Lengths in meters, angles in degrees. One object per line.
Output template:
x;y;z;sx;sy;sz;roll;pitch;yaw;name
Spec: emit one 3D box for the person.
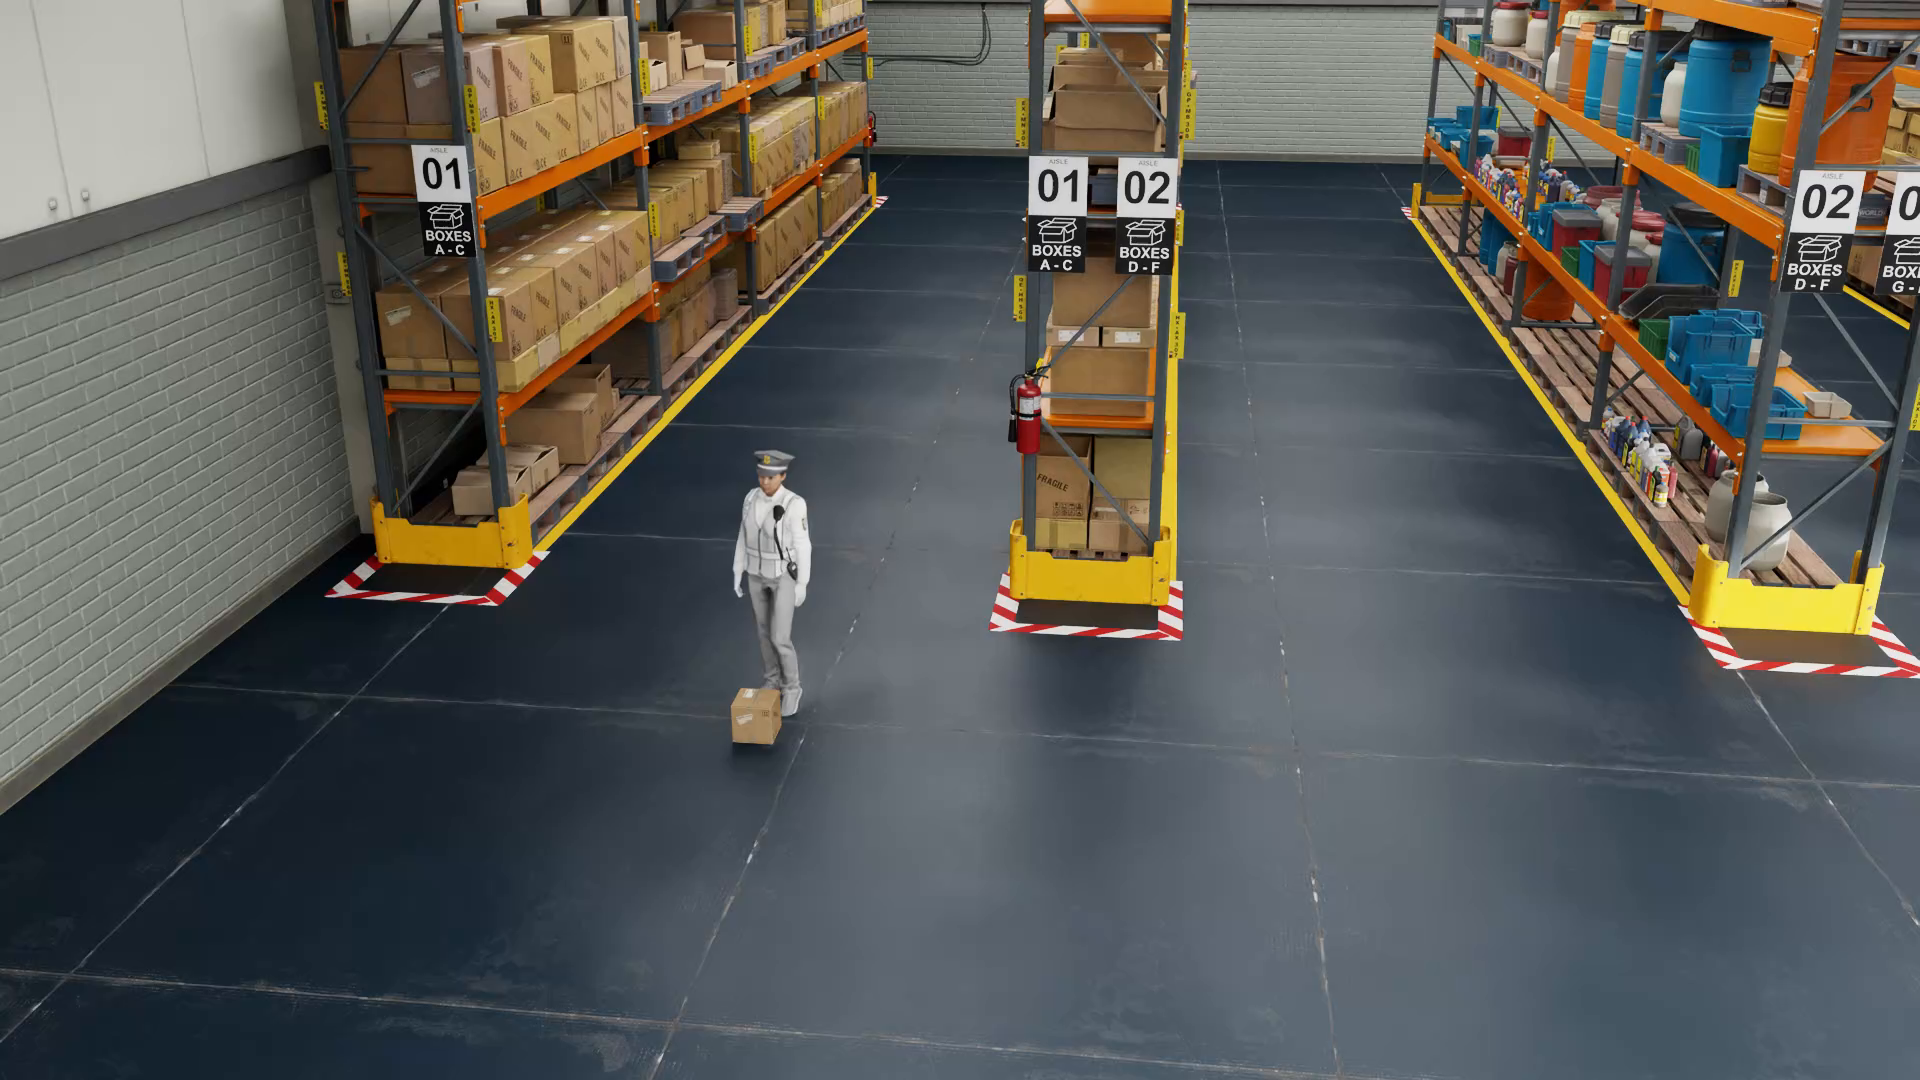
-1.197;0.262;10.437;0.517;1.728;0.386;12;24;28;person
